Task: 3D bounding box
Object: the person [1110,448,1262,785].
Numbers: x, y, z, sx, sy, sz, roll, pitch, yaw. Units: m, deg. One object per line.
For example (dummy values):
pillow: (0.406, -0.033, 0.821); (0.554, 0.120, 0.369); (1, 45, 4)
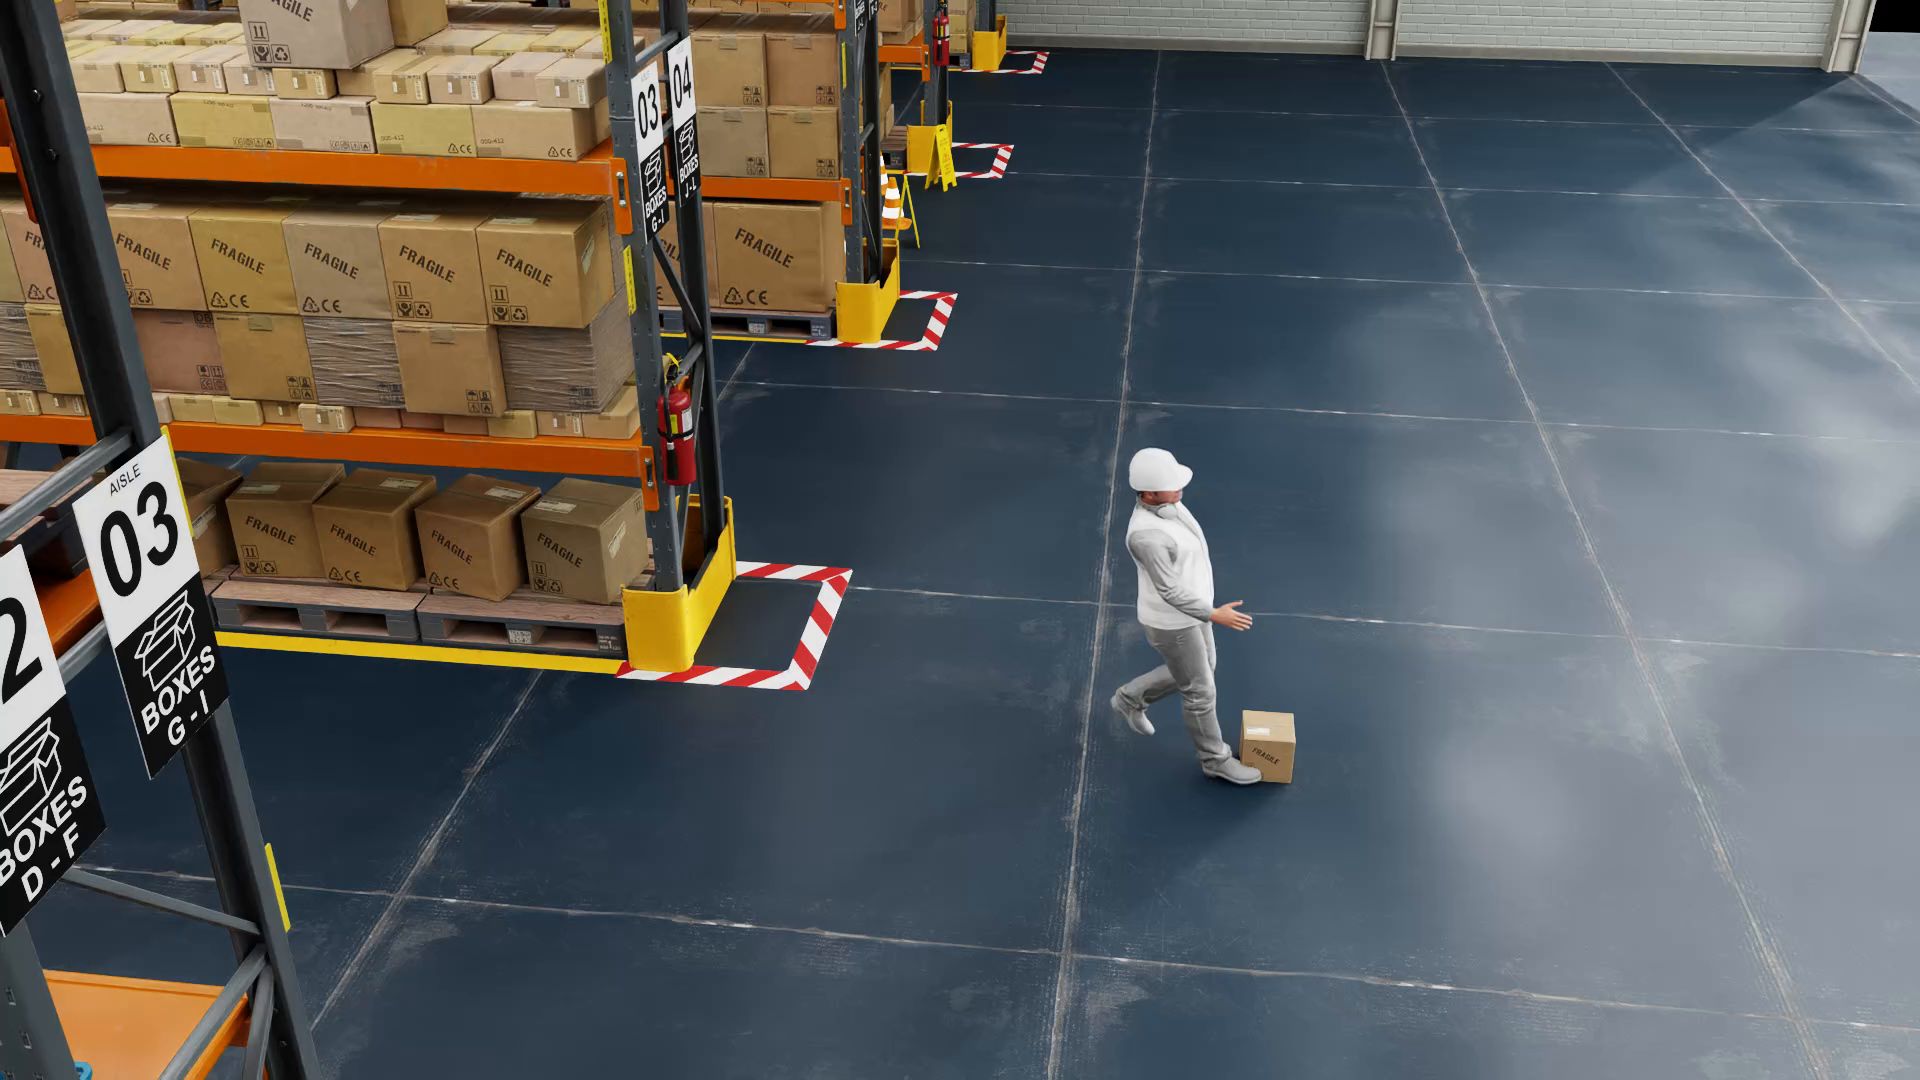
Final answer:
person: (1.122, 0.350, 7.969); (0.808, 1.716, 0.611); (8, 29, 14)
